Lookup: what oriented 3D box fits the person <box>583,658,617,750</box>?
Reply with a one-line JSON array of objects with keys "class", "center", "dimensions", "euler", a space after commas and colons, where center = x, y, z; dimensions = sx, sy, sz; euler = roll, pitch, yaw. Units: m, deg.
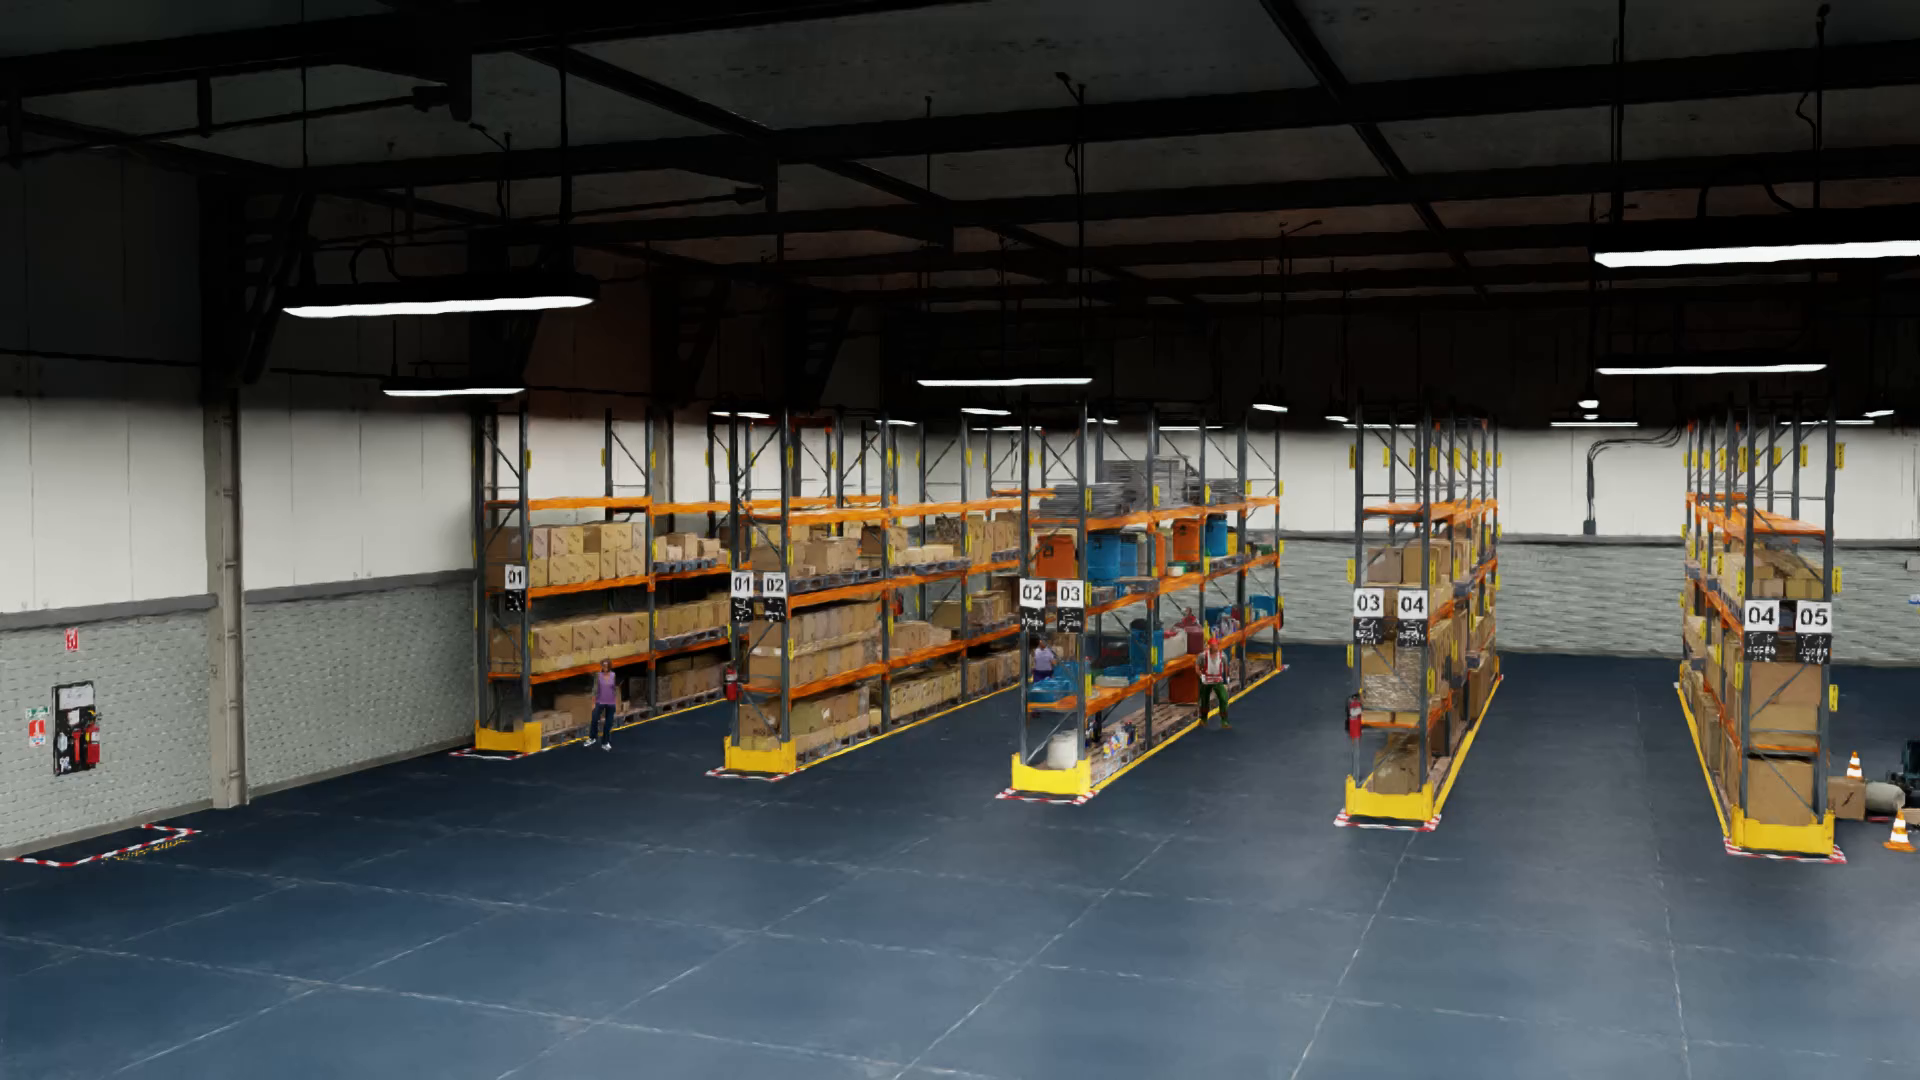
[{"class": "person", "center": [-6.179, 2.812, 28.587], "dimensions": [0.572, 1.586, 0.462], "euler": [-1, 3, -21]}]

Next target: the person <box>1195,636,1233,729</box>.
[{"class": "person", "center": [4.700, 2.630, 30.873], "dimensions": [0.686, 1.716, 0.838], "euler": [0, 3, 5]}]

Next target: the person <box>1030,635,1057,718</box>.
[{"class": "person", "center": [1.655, 2.632, 32.271], "dimensions": [0.491, 1.590, 1.001], "euler": [1, 3, 20]}]

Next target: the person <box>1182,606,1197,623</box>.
[{"class": "person", "center": [5.264, 2.334, 37.768], "dimensions": [0.582, 1.663, 0.981], "euler": [3, 4, 42]}]
